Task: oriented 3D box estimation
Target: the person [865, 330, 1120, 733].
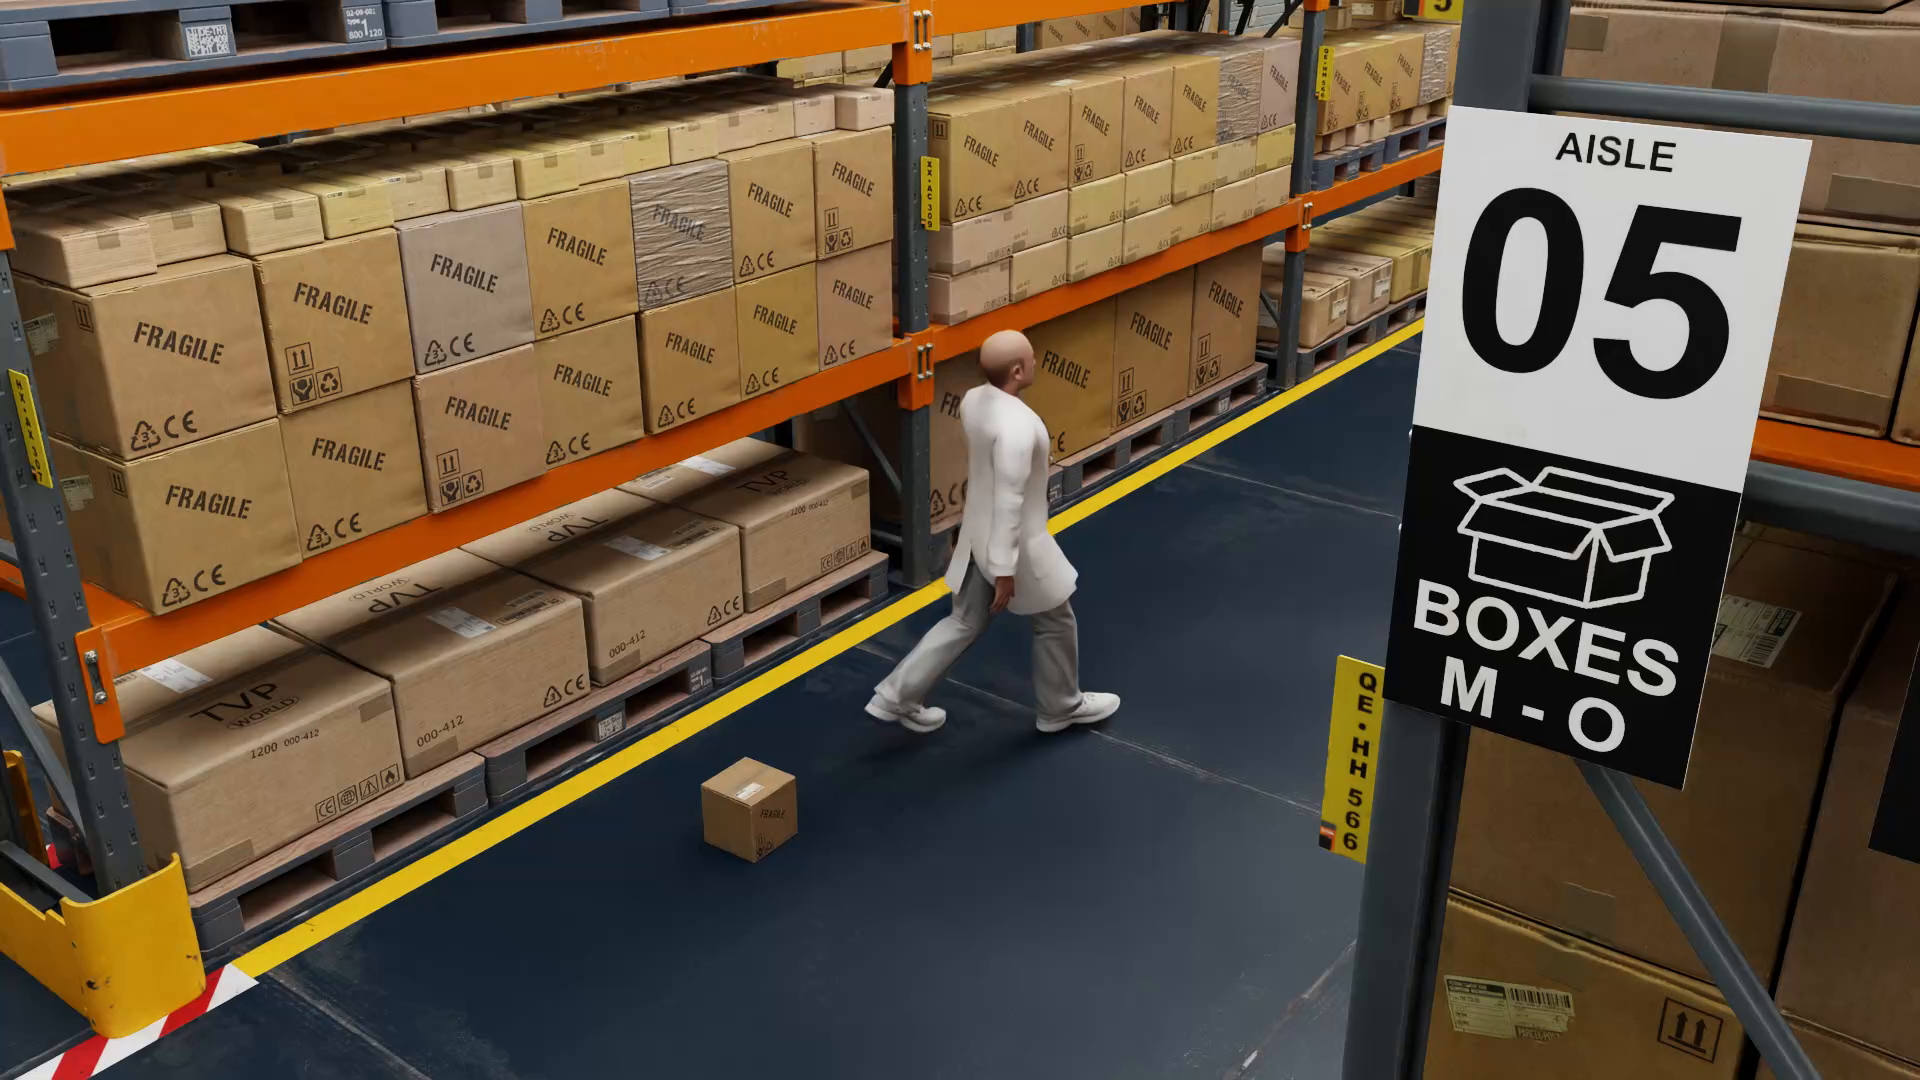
[{"bbox_3d":[0.140,0.011,6.599,1.095,1.742,0.618,-10,25,-22],"label":"person"}]
